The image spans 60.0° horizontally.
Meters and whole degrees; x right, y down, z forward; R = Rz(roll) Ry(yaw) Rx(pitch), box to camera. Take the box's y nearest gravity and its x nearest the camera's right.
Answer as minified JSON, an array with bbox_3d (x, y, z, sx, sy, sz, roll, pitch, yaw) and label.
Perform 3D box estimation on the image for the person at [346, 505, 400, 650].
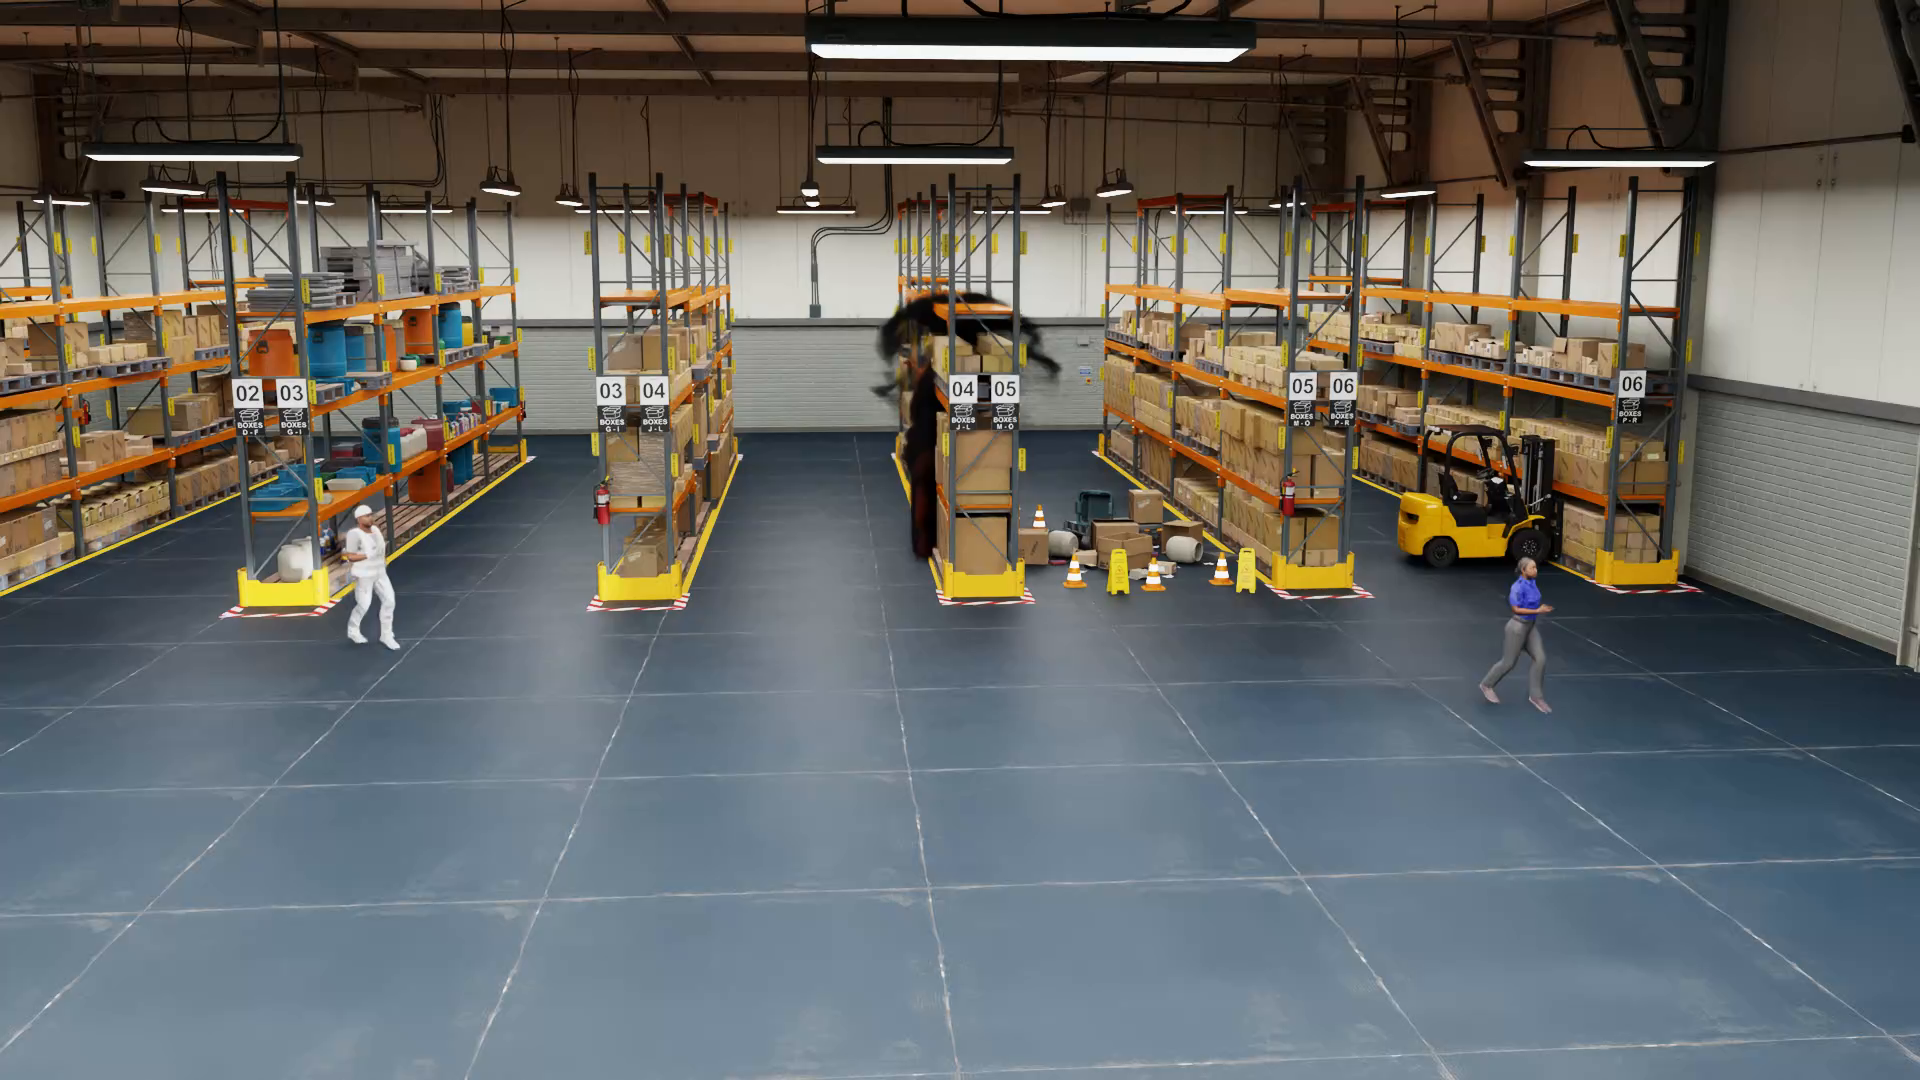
[{"bbox_3d":[-7.408,0.472,20.847,0.752,1.835,0.659,5,11,28],"label":"person"}]

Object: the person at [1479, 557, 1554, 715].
[{"bbox_3d":[6.091,1.025,18.130,0.603,1.694,0.805,-9,14,-43],"label":"person"}]
